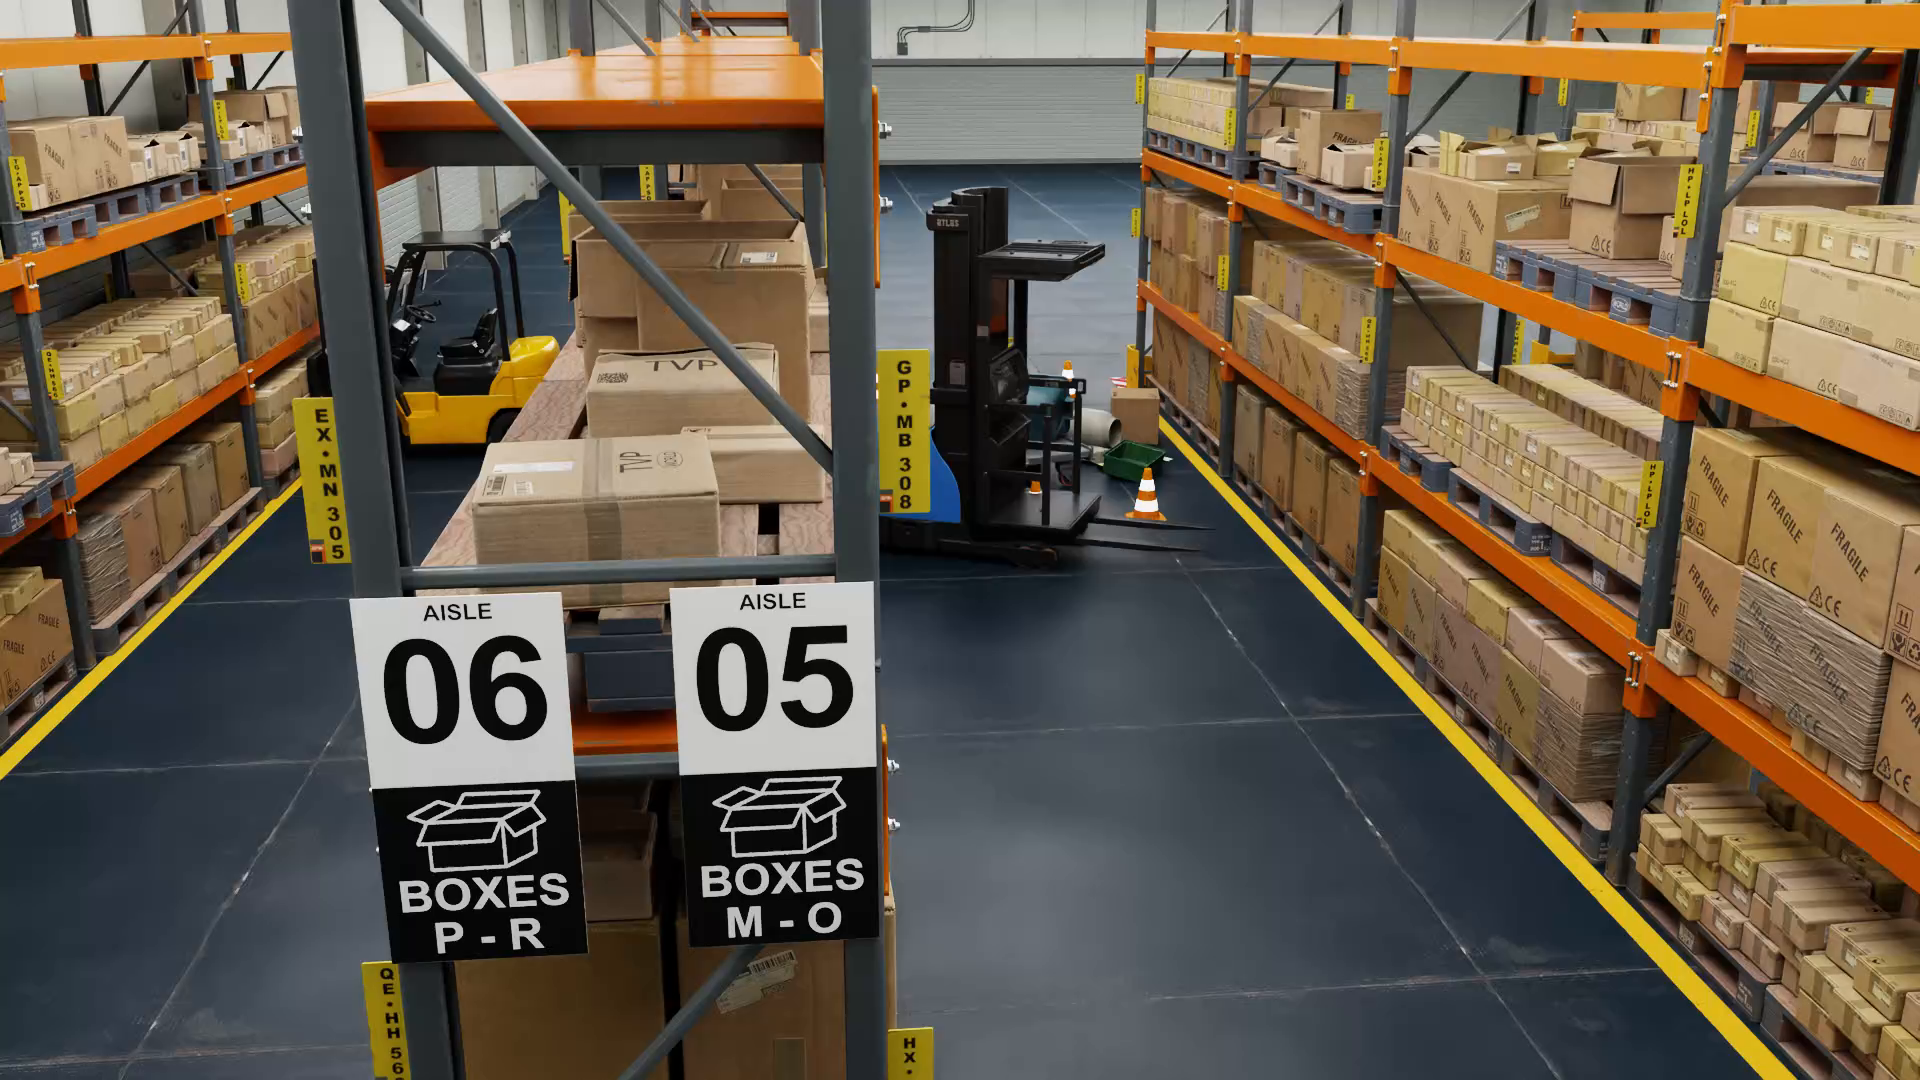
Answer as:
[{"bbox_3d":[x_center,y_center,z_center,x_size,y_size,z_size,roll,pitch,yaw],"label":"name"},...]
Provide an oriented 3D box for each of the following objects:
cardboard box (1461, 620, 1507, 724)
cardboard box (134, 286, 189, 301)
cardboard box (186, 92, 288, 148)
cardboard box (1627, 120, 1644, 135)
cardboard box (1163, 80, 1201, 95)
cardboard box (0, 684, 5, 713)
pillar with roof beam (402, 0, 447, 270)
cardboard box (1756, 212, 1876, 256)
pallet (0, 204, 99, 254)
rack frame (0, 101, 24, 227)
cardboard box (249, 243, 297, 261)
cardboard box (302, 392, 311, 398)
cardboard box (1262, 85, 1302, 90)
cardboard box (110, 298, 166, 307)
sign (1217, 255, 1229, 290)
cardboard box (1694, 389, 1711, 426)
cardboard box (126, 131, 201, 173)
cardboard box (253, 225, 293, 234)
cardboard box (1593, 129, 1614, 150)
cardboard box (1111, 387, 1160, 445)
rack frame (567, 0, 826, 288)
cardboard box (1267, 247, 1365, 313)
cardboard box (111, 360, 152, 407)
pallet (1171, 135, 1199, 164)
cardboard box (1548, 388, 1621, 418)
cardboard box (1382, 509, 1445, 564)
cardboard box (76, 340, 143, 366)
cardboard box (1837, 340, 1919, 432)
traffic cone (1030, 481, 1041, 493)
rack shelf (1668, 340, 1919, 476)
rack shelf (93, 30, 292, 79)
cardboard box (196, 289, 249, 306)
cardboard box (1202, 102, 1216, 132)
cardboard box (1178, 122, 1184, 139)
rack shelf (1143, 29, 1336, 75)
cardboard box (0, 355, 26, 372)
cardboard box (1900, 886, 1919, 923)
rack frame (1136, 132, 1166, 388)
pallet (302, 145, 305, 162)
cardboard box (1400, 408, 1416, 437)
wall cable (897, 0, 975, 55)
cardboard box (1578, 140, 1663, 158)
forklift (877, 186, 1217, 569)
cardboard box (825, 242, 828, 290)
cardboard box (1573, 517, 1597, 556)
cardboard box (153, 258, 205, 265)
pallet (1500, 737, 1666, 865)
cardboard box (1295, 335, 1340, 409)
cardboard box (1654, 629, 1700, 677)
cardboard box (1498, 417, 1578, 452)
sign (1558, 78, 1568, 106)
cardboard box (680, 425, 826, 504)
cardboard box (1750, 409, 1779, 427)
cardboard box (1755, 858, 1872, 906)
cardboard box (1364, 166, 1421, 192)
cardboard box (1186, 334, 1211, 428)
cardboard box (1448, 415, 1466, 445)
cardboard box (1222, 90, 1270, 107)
[{"bbox_3d":[3.411,0.791,10.123,0.500,0.500,0.500,-2,18,-7],"label":"cardboard box"},{"bbox_3d":[-7.124,-2.174,14.844,0.380,0.149,0.250,-2,18,-6],"label":"cardboard box"},{"bbox_3d":[-6.932,-4.041,15.993,0.797,0.503,0.637,-1,17,-4],"label":"cardboard box"},{"bbox_3d":[7.444,-4.453,17.931,0.380,0.149,0.250,-3,18,-8],"label":"cardboard box"},{"bbox_3d":[2.396,-4.862,17.870,0.380,0.149,0.250,-2,17,-5],"label":"cardboard box"},{"bbox_3d":[-6.068,0.880,9.839,0.500,0.500,0.500,-1,17,-3],"label":"cardboard box"},{"bbox_3d":[-5.029,-9.256,28.636,9.100,9.000,0.400,-2,18,-6],"label":"pillar with roof beam"},{"bbox_3d":[3.623,-1.295,7.036,0.380,0.149,0.250,-3,18,-8],"label":"cardboard box"},{"bbox_3d":[-6.582,-2.078,11.095,1.213,0.211,1.003,-1,17,-3],"label":"pallet"},{"bbox_3d":[-6.423,-3.399,9.982,1.000,3.000,0.127,-2,18,-6],"label":"rack frame"},{"bbox_3d":[-6.838,-2.863,16.541,0.380,0.149,0.250,-2,17,-5],"label":"cardboard box"},{"bbox_3d":[-6.673,-1.310,16.396,0.500,0.250,0.500,-2,18,-6],"label":"cardboard box"},{"bbox_3d":[3.208,-4.429,16.489,0.380,0.149,0.250,-2,17,-5],"label":"cardboard box"},{"bbox_3d":[-7.013,-1.975,14.210,0.380,0.149,0.250,-2,18,-7],"label":"cardboard box"},{"bbox_3d":[2.462,-2.500,15.554,0.100,0.325,0.005,-2,18,-6],"label":"sign"},{"bbox_3d":[7.890,-1.488,17.381,0.500,0.500,0.500,4,18,12],"label":"cardboard box"},{"bbox_3d":[-6.519,-3.157,13.500,0.500,0.311,0.500,-2,18,-7],"label":"cardboard box"},{"bbox_3d":[-7.426,-3.313,17.976,0.380,0.149,0.250,-2,18,-7],"label":"cardboard box"},{"bbox_3d":[7.398,-4.436,18.541,0.500,0.250,0.500,-2,18,-7],"label":"cardboard box"},{"bbox_3d":[1.833,-1.306,17.498,0.500,0.500,0.500,1,17,4],"label":"cardboard box"},{"bbox_3d":[-1.074,-2.362,6.678,1.000,3.000,0.127,-2,18,-6],"label":"rack frame"},{"bbox_3d":[3.126,-2.290,14.628,0.700,0.500,0.500,-2,18,-7],"label":"cardboard box"},{"bbox_3d":[-6.312,-1.150,12.247,0.500,0.250,0.500,-2,18,-7],"label":"cardboard box"},{"bbox_3d":[2.818,-4.062,17.248,1.003,0.211,1.213,-2,18,-6],"label":"pallet"},{"bbox_3d":[4.015,-0.875,10.681,0.380,0.149,0.250,-1,17,-4],"label":"cardboard box"},{"bbox_3d":[3.257,-0.027,11.476,0.500,0.250,0.500,-3,18,-8],"label":"cardboard box"},{"bbox_3d":[-6.307,-1.383,12.323,0.380,0.149,0.250,-1,17,-4],"label":"cardboard box"},{"bbox_3d":[3.720,-0.592,6.297,0.500,0.250,0.500,-1,17,-3],"label":"cardboard box"},{"bbox_3d":[0.646,-0.291,14.332,0.336,0.463,0.334,-2,18,-6],"label":"traffic cone"},{"bbox_3d":[4.046,-0.175,5.920,1.077,0.370,4.000,-2,18,-6],"label":"rack shelf"},{"bbox_3d":[-7.042,-4.653,15.843,1.077,0.370,4.000,-2,18,-6],"label":"rack shelf"},{"bbox_3d":[-6.607,-2.189,14.893,0.380,0.149,0.250,-2,18,-7],"label":"cardboard box"},{"bbox_3d":[2.656,-4.105,16.124,0.500,0.250,0.500,-2,18,-6],"label":"cardboard box"},{"bbox_3d":[2.475,-4.254,17.262,0.380,0.149,0.250,-2,18,-5],"label":"cardboard box"},{"bbox_3d":[2.808,-4.991,16.918,1.077,0.370,4.000,-2,18,-6],"label":"rack shelf"},{"bbox_3d":[-6.857,-1.210,11.772,0.380,0.149,0.250,-2,18,-7],"label":"cardboard box"},{"bbox_3d":[4.303,1.597,7.146,0.380,0.149,0.250,-3,18,-8],"label":"cardboard box"},{"bbox_3d":[2.602,-3.258,19.547,1.000,3.000,0.127,-2,18,-6],"label":"rack frame"},{"bbox_3d":[-7.201,-4.098,17.363,1.003,0.211,1.213,-2,18,-6],"label":"pallet"},{"bbox_3d":[3.272,-0.816,11.486,0.380,0.149,0.250,-2,18,-6],"label":"cardboard box"},{"bbox_3d":[-0.711,-17.315,48.630,2.305,6.003,0.169,-2,18,-6],"label":"wall cable"},{"bbox_3d":[3.880,-2.224,9.799,0.396,0.266,0.258,-2,18,-6],"label":"cardboard box"},{"bbox_3d":[0.591,-1.340,13.552,3.031,2.935,1.130,6,18,17],"label":"forklift"},{"bbox_3d":[-0.777,-1.227,7.594,0.396,0.266,0.258,-2,18,-6],"label":"cardboard box"},{"bbox_3d":[3.550,-0.027,8.975,0.380,0.149,0.250,-2,18,-6],"label":"cardboard box"},{"bbox_3d":[-7.283,-2.541,15.516,0.380,0.149,0.250,-2,18,-7],"label":"cardboard box"},{"bbox_3d":[3.758,1.416,9.316,1.003,0.211,1.213,-2,18,-6],"label":"pallet"},{"bbox_3d":[3.012,-1.346,13.289,0.500,0.500,0.500,-2,18,-7],"label":"cardboard box"},{"bbox_3d":[3.543,0.531,7.896,0.380,0.149,0.250,-1,17,-4],"label":"cardboard box"},{"bbox_3d":[3.441,-0.629,9.899,0.380,0.149,0.250,-2,18,-6],"label":"cardboard box"},{"bbox_3d":[7.006,-5.213,19.306,0.100,0.325,0.005,-2,18,-6],"label":"sign"},{"bbox_3d":[-0.545,-0.199,4.346,0.380,0.149,0.250,-1,17,-4],"label":"cardboard box"},{"bbox_3d":[8.000,-1.023,15.867,0.700,0.500,0.500,-3,18,-10],"label":"cardboard box"},{"bbox_3d":[3.763,1.537,7.339,0.380,0.149,0.250,-2,18,-7],"label":"cardboard box"},{"bbox_3d":[3.146,-2.614,12.010,0.380,0.166,0.250,-2,18,-6],"label":"cardboard box"},{"bbox_3d":[2.922,-1.711,17.465,0.875,0.875,0.875,-2,18,-5],"label":"cardboard box"},{"bbox_3d":[3.364,-0.712,10.658,0.380,0.149,0.250,-2,18,-5],"label":"cardboard box"},{"bbox_3d":[2.659,-4.105,15.458,0.380,0.149,0.250,-2,18,-6],"label":"cardboard box"}]
